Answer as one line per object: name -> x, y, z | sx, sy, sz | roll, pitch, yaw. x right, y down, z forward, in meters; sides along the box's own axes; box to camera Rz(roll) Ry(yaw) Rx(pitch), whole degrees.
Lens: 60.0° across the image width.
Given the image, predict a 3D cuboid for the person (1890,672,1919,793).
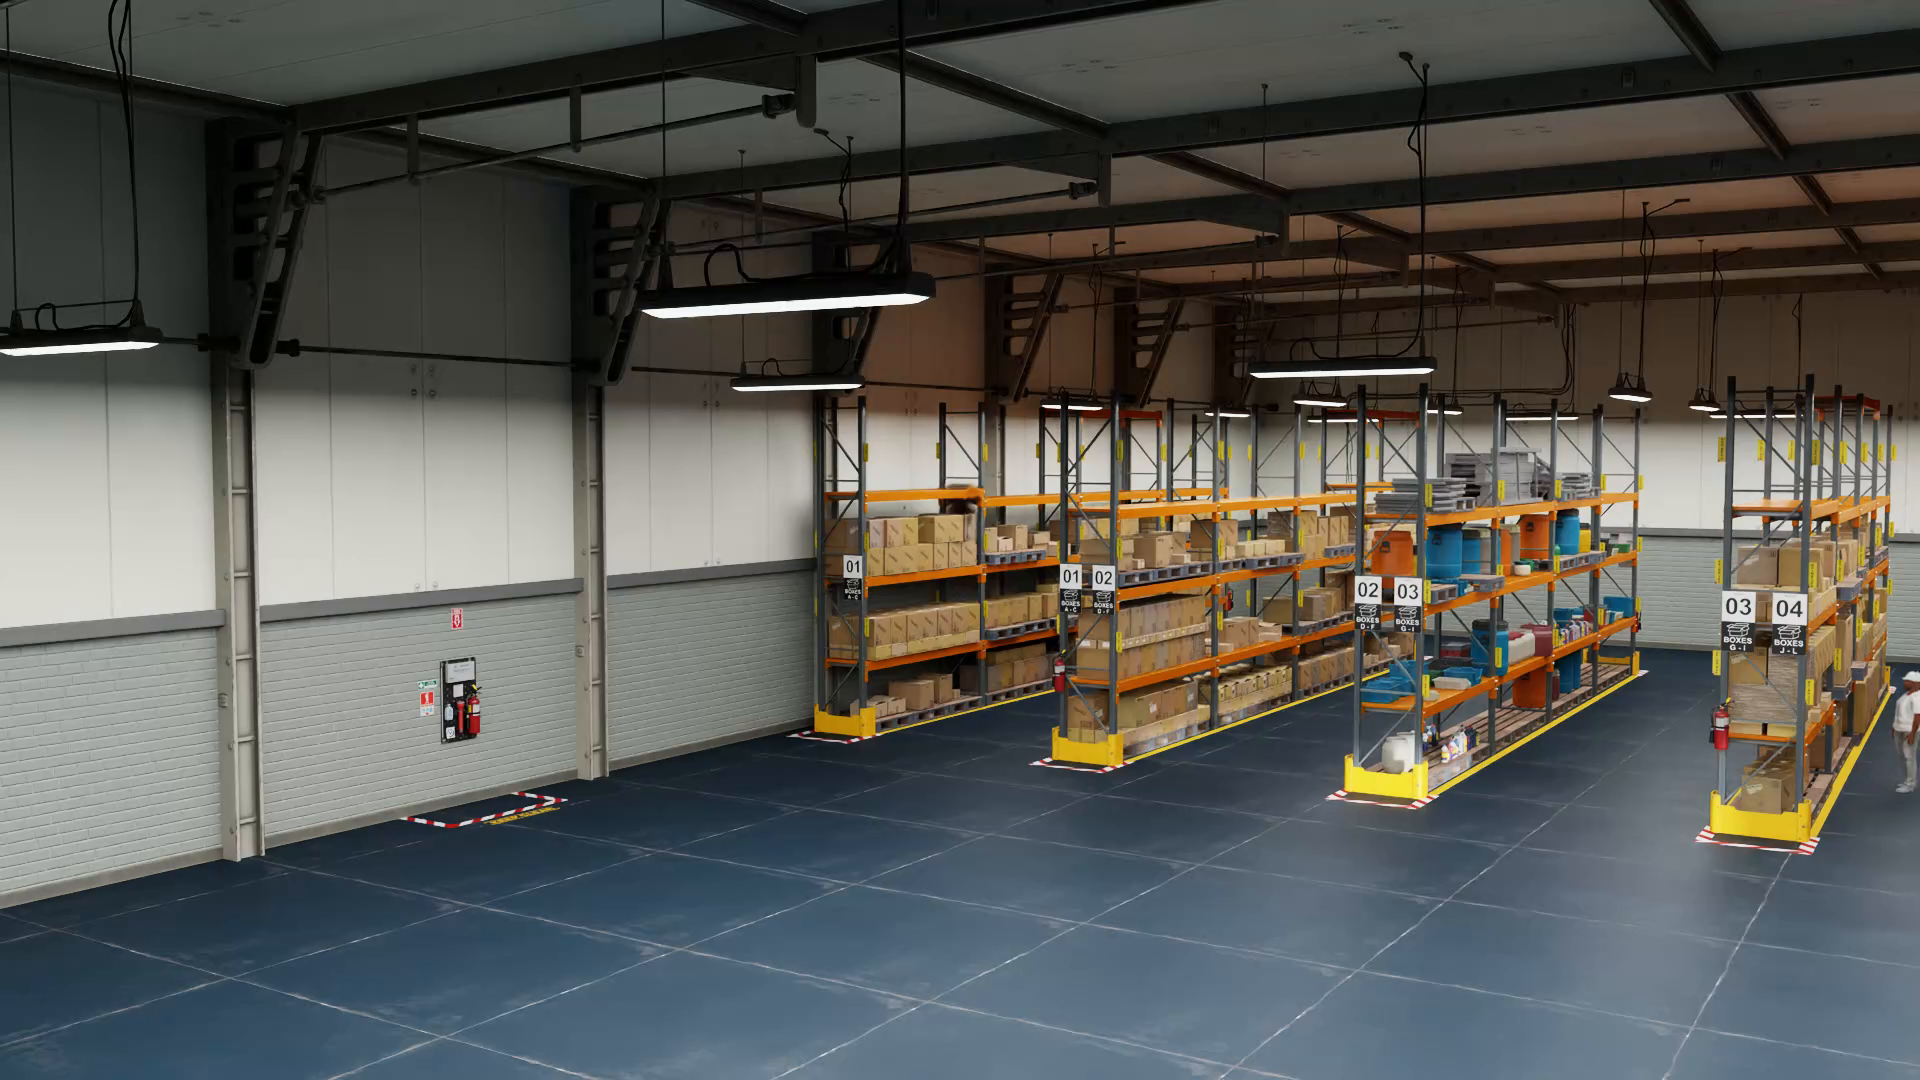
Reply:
person -> 14.035, 2.834, 24.636 | 0.517, 1.775, 0.592 | 0, 3, -9
